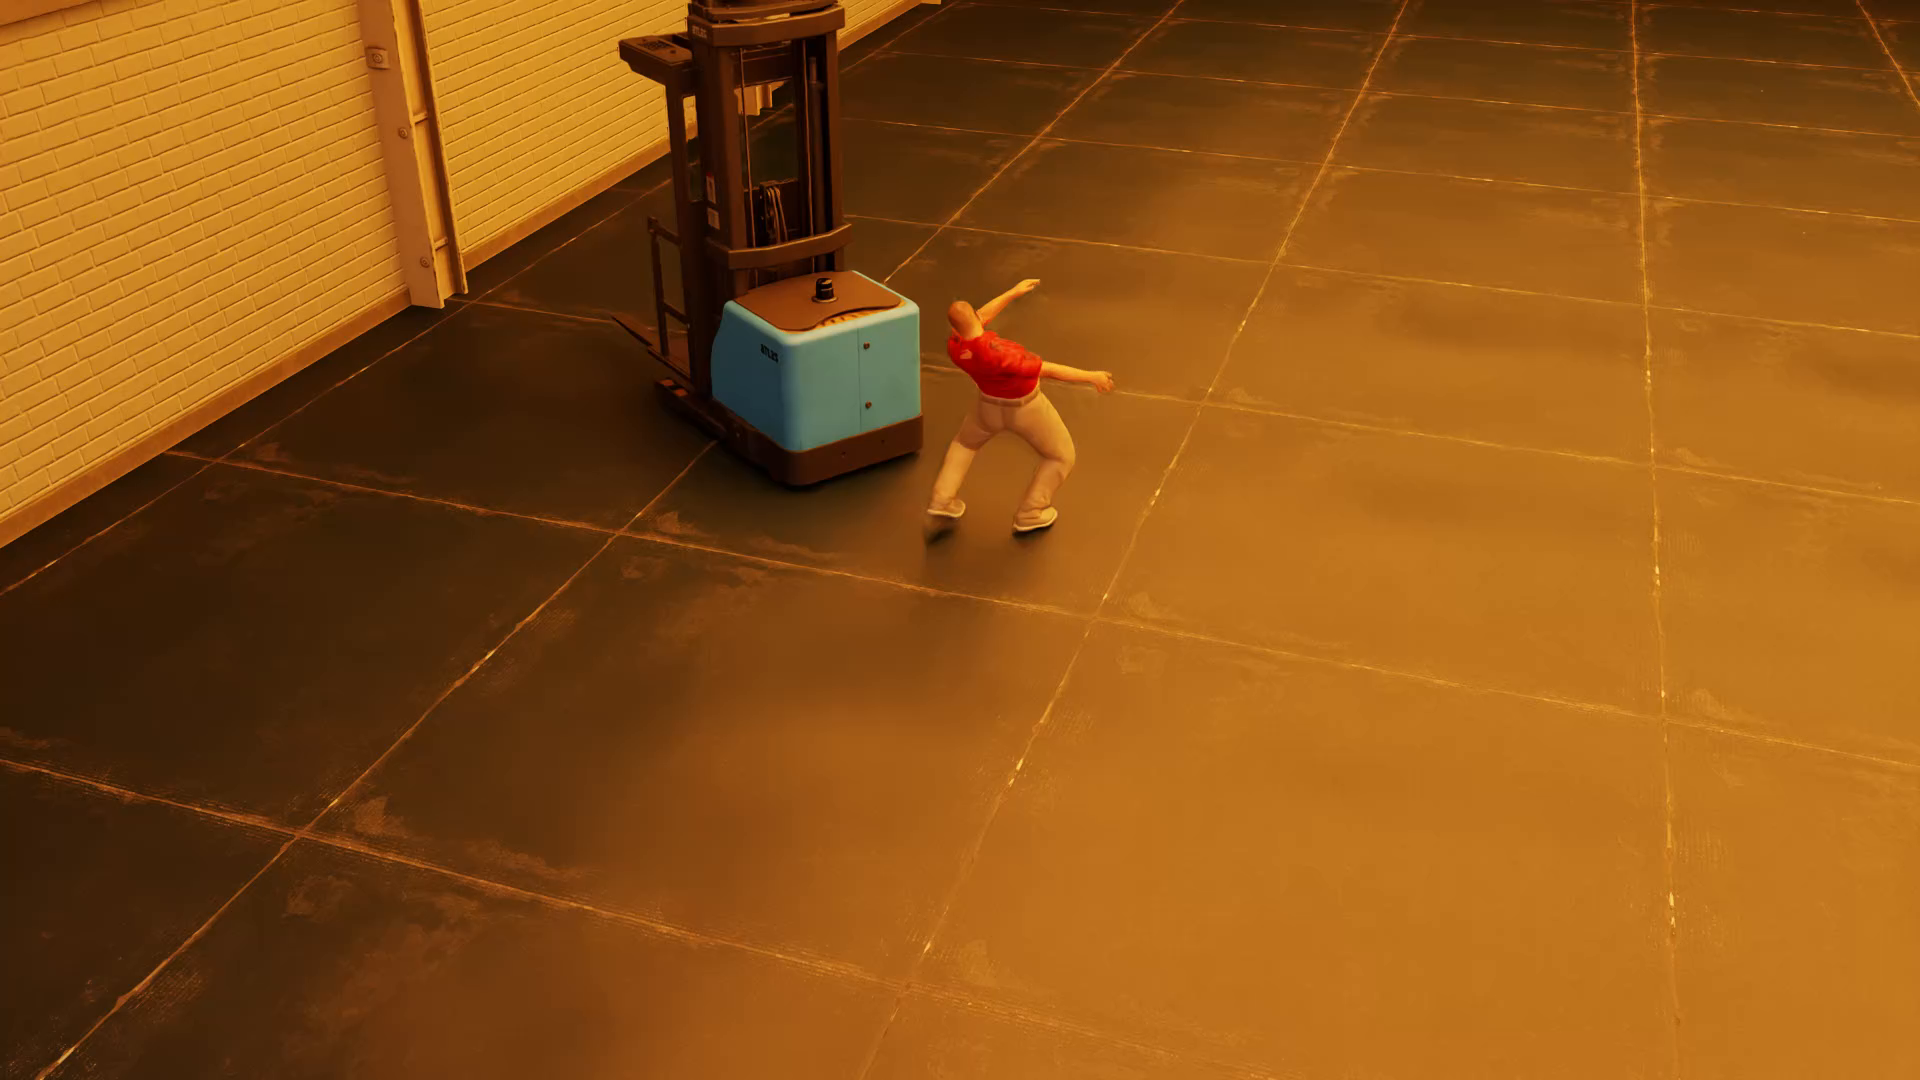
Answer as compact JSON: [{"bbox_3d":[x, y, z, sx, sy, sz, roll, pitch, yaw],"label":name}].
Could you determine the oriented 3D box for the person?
[{"bbox_3d":[0.400,-0.759,9.891,1.035,1.492,0.754,14,32,22],"label":"person"}]

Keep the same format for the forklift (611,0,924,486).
[{"bbox_3d":[-1.507,-2.292,11.157,1.130,2.935,3.031,-20,35,-30],"label":"forklift"}]
